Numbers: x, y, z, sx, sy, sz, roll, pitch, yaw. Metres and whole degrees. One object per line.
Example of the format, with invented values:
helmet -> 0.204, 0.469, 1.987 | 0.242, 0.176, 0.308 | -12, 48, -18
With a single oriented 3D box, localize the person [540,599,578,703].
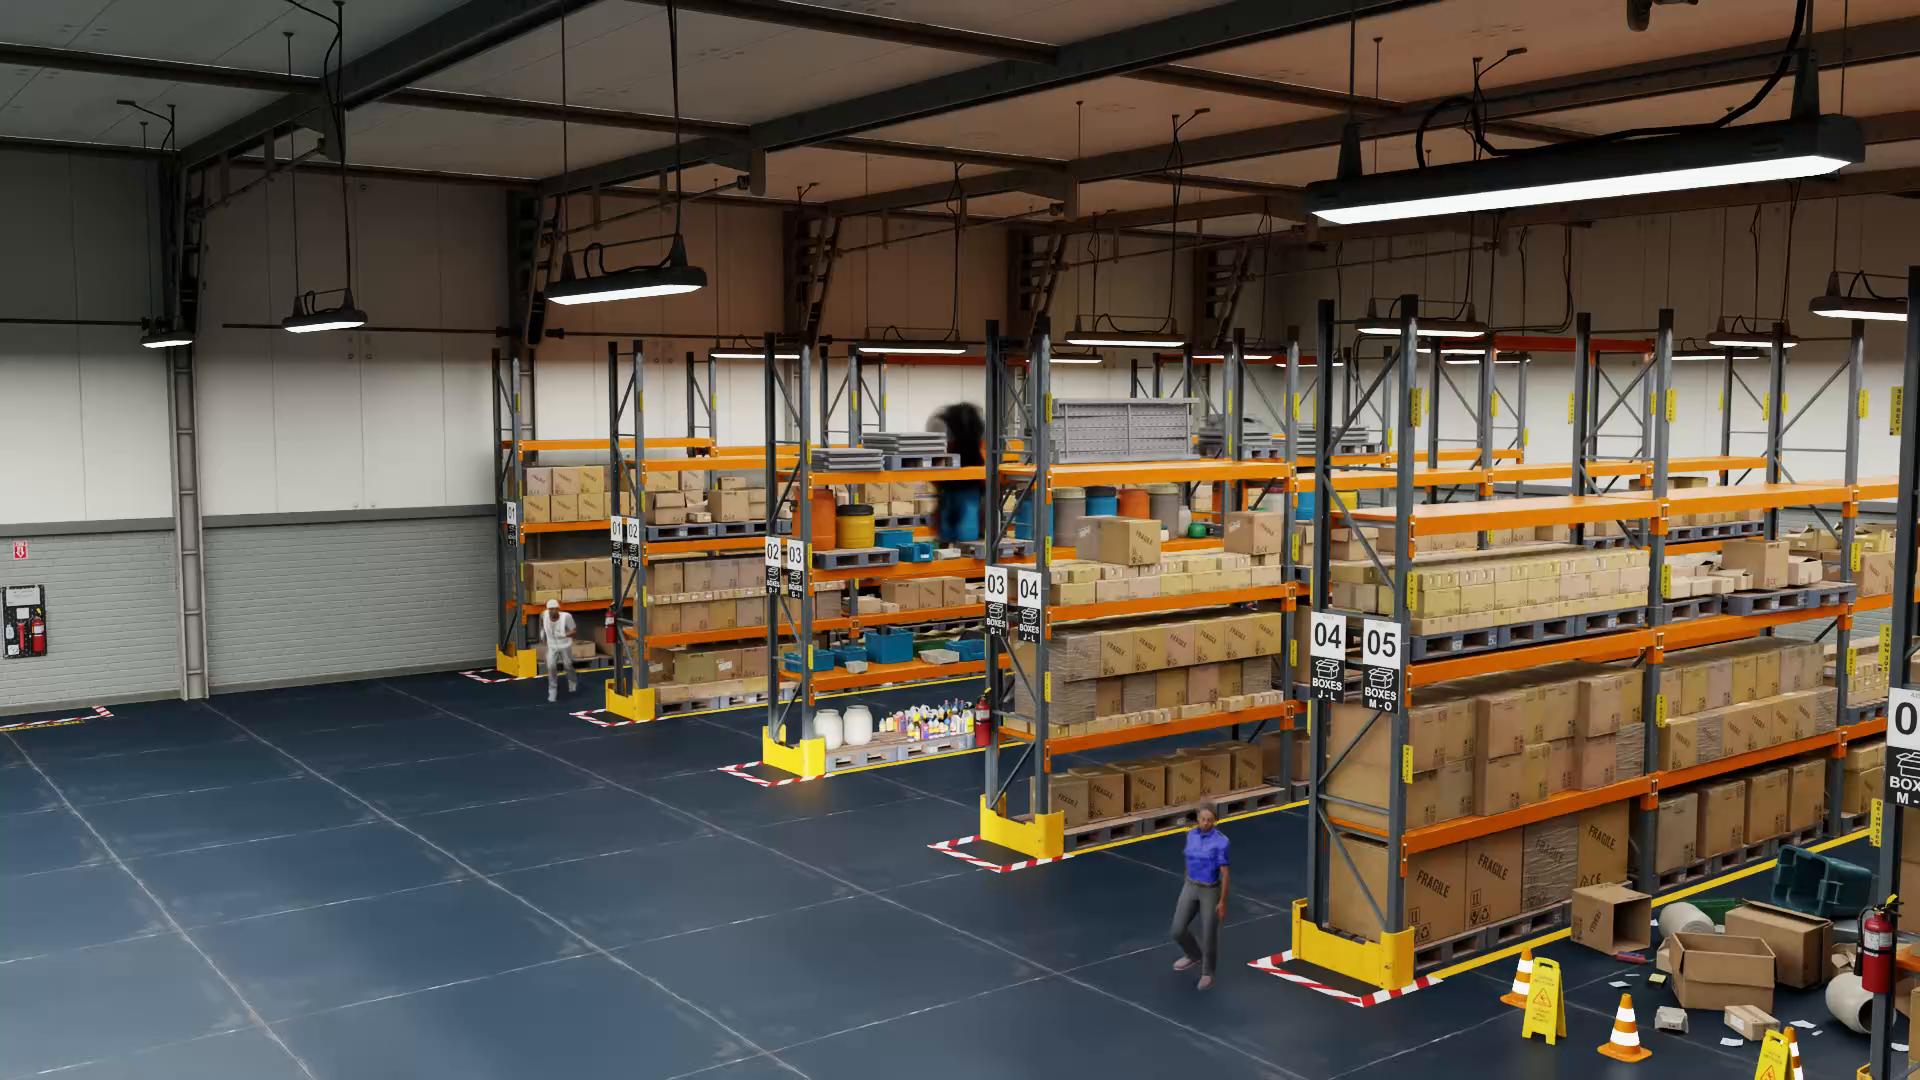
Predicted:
person -> -6.768, 1.834, 28.196 | 0.726, 1.736, 0.972 | 1, 5, 9

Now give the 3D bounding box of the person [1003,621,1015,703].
person -> 0.821, 1.908, 27.877 | 0.719, 1.628, 0.910 | 3, 6, 33

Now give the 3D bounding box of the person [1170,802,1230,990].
person -> 2.105, 3.078, 14.471 | 0.587, 1.675, 0.446 | 4, 6, 37
